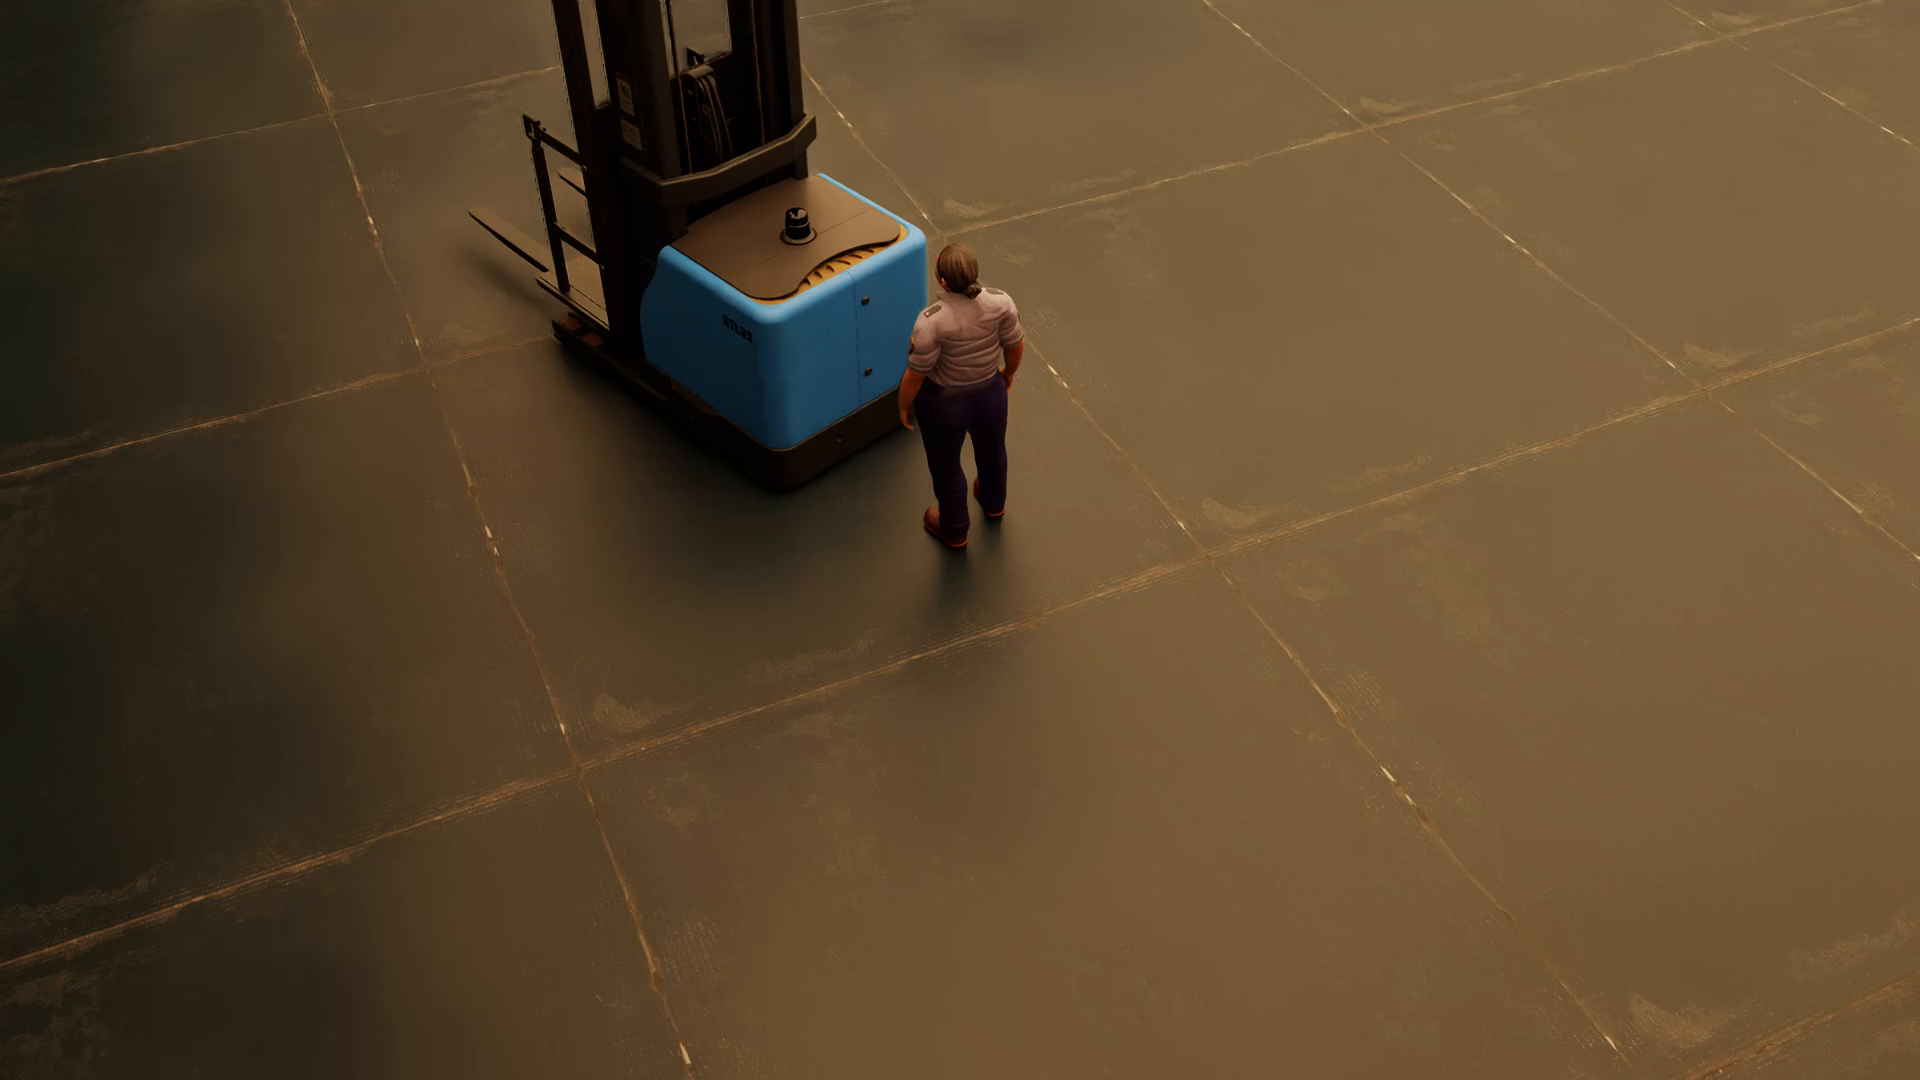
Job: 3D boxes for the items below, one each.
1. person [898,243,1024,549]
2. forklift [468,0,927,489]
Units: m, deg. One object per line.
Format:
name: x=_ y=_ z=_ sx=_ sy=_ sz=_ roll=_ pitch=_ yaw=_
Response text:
person: x=-0.020 y=-0.670 z=7.333 sx=0.598 sy=1.653 sz=0.499 roll=-17 pitch=46 yaw=-18
forklift: x=-1.529 y=-2.223 z=8.063 sx=1.130 sy=2.935 sz=3.031 roll=-34 pitch=52 yaw=-31
